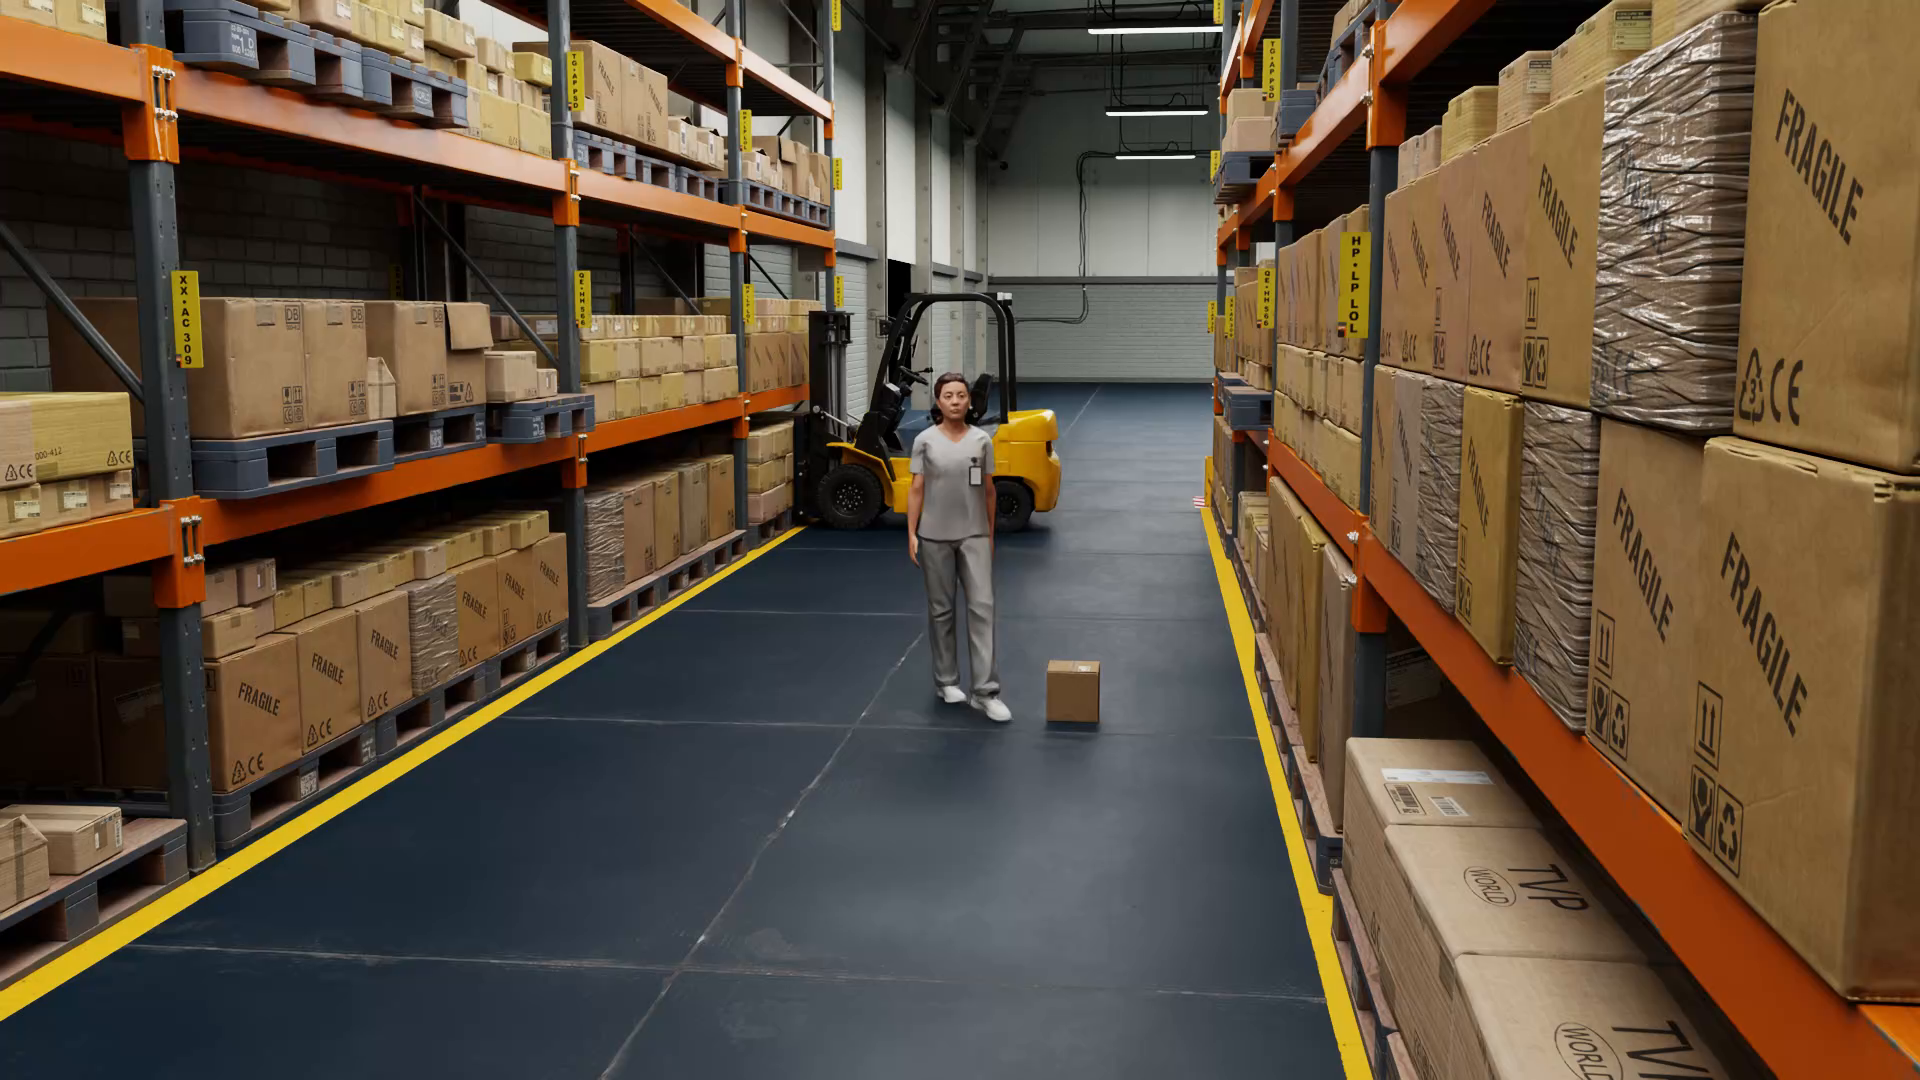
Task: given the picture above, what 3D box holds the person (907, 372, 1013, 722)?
[{"bbox_3d":[-0.012,0.015,8.163,0.484,1.659,0.658,-1,8,-5],"label":"person"}]
